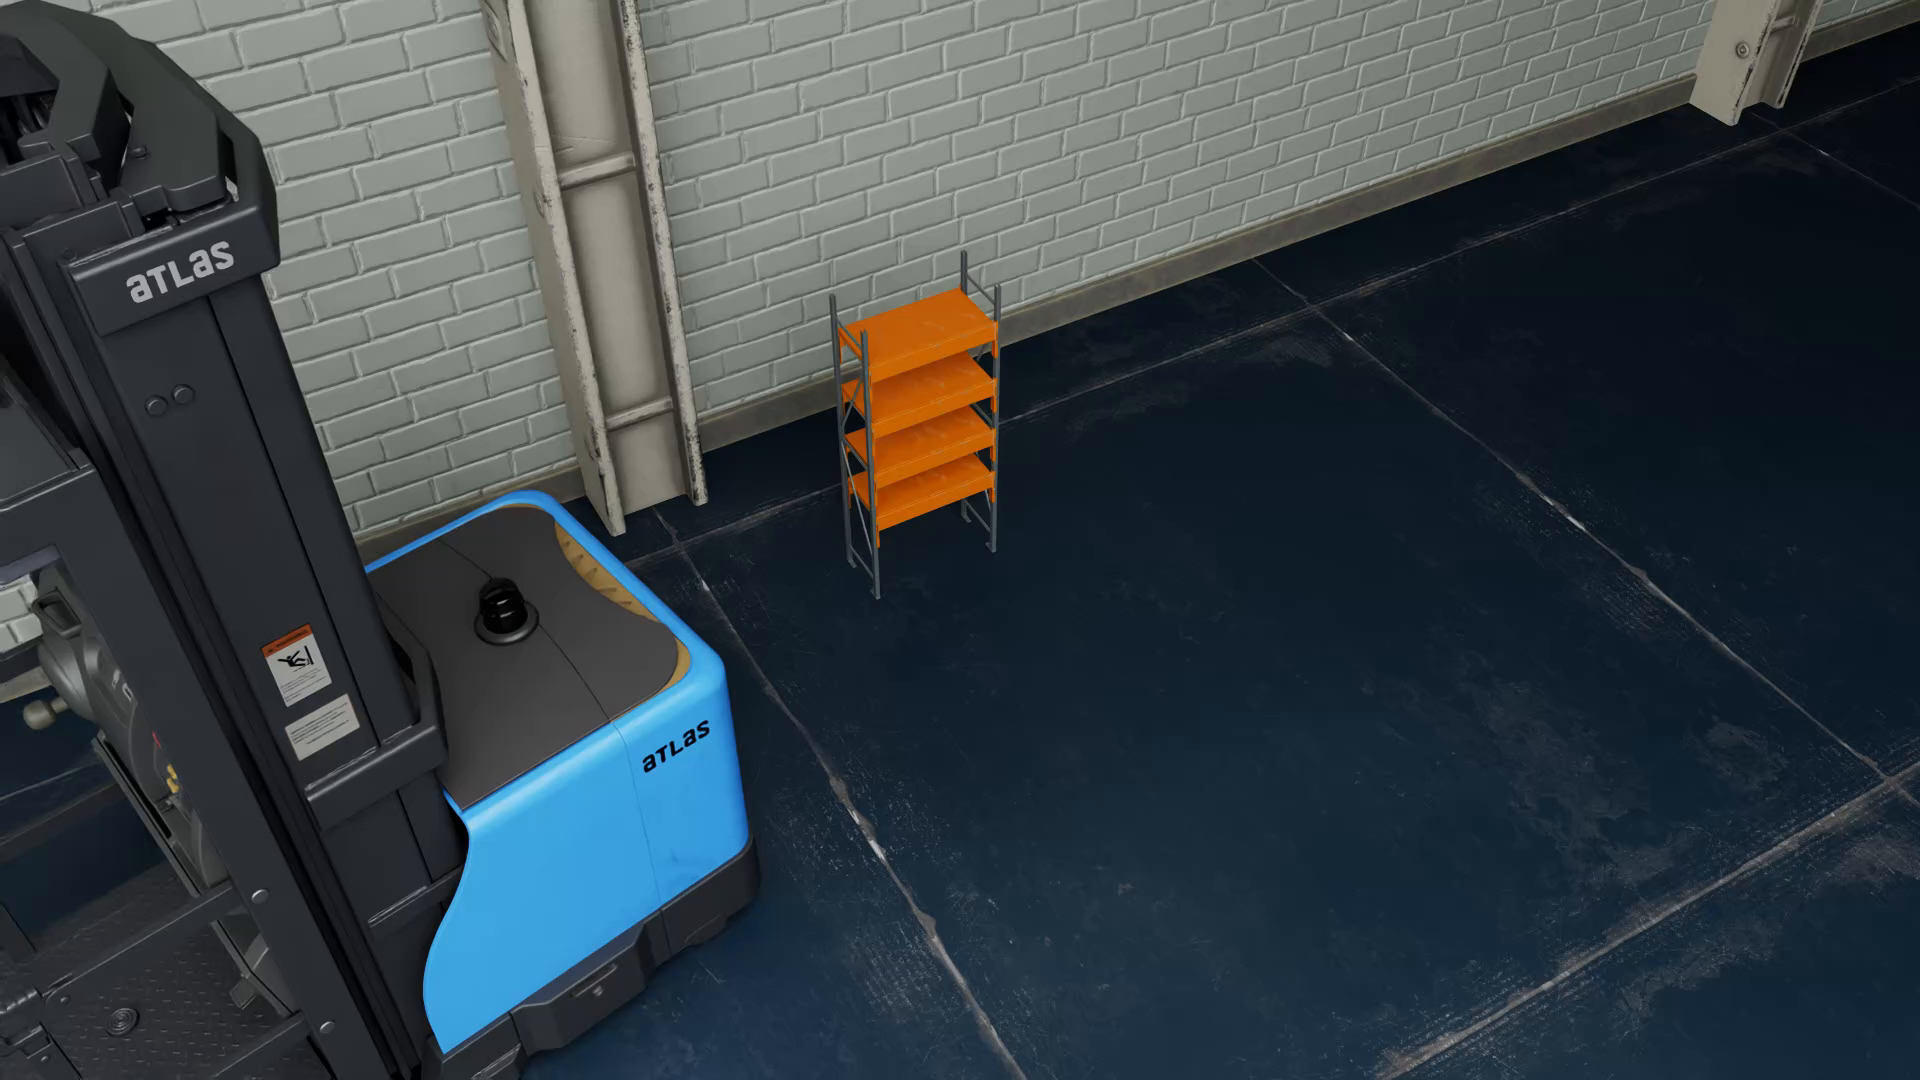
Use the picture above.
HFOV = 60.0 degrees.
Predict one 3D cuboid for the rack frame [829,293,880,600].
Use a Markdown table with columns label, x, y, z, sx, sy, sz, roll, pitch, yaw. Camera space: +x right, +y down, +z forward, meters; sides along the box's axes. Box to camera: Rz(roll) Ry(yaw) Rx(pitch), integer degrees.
| label | x | y | z | sx | sy | sz | roll | pitch | yaw |
| --- | --- | --- | --- | --- | --- | --- | --- | --- | --- |
| rack frame | -0.355 | -0.288 | 5.686 | 0.015 | 1.200 | 0.240 | -22 | 48 | -21 |

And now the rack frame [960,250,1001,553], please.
| label | x | y | z | sx | sy | sz | roll | pitch | yaw |
| --- | --- | --- | --- | --- | --- | --- | --- | --- | --- |
| rack frame | 0.068 | -0.458 | 5.860 | 0.015 | 1.200 | 0.240 | -22 | 48 | -21 |

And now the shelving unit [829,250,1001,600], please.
| label | x | y | z | sx | sy | sz | roll | pitch | yaw |
| --- | --- | --- | --- | --- | --- | --- | --- | --- | --- |
| shelving unit | -0.144 | -0.373 | 5.773 | 0.503 | 1.200 | 0.258 | -22 | 48 | -21 |

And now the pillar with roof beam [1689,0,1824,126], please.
| label | x | y | z | sx | sy | sz | roll | pitch | yaw |
| --- | --- | --- | --- | --- | --- | --- | --- | --- | --- |
| pillar with roof beam | 6.134 | -2.884 | 2.761 | 0.400 | 9.000 | 9.100 | -22 | 48 | -21 |

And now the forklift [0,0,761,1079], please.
| label | x | y | z | sx | sy | sz | roll | pitch | yaw |
| --- | --- | --- | --- | --- | --- | --- | --- | --- | --- |
| forklift | -2.044 | 0.477 | 3.654 | 3.031 | 2.935 | 1.130 | -32 | 52 | -28 |

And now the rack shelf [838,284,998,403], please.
| label | x | y | z | sx | sy | sz | roll | pitch | yaw |
| --- | --- | --- | --- | --- | --- | --- | --- | --- | --- |
| rack shelf | -0.144 | -0.655 | 5.499 | 0.480 | 0.148 | 0.258 | -22 | 48 | -21 |

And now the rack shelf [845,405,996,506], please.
| label | x | y | z | sx | sy | sz | roll | pitch | yaw |
| --- | --- | --- | --- | --- | --- | --- | --- | --- | --- |
| rack shelf | -0.144 | -0.325 | 5.820 | 0.480 | 0.148 | 0.258 | -22 | 48 | -21 |

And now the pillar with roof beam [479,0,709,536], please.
| label | x | y | z | sx | sy | sz | roll | pitch | yaw |
| --- | --- | --- | --- | --- | --- | --- | --- | --- | --- |
| pillar with roof beam | 0.932 | -0.803 | 0.616 | 0.400 | 9.000 | 9.100 | -22 | 48 | -21 |

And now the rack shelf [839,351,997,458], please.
| label | x | y | z | sx | sy | sz | roll | pitch | yaw |
| --- | --- | --- | --- | --- | --- | --- | --- | --- | --- |
| rack shelf | -0.144 | -0.485 | 5.664 | 0.480 | 0.148 | 0.258 | -22 | 48 | -21 |

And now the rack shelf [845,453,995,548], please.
| label | x | y | z | sx | sy | sz | roll | pitch | yaw |
| --- | --- | --- | --- | --- | --- | --- | --- | --- | --- |
| rack shelf | -0.144 | -0.182 | 5.958 | 0.480 | 0.148 | 0.258 | -22 | 48 | -21 |
